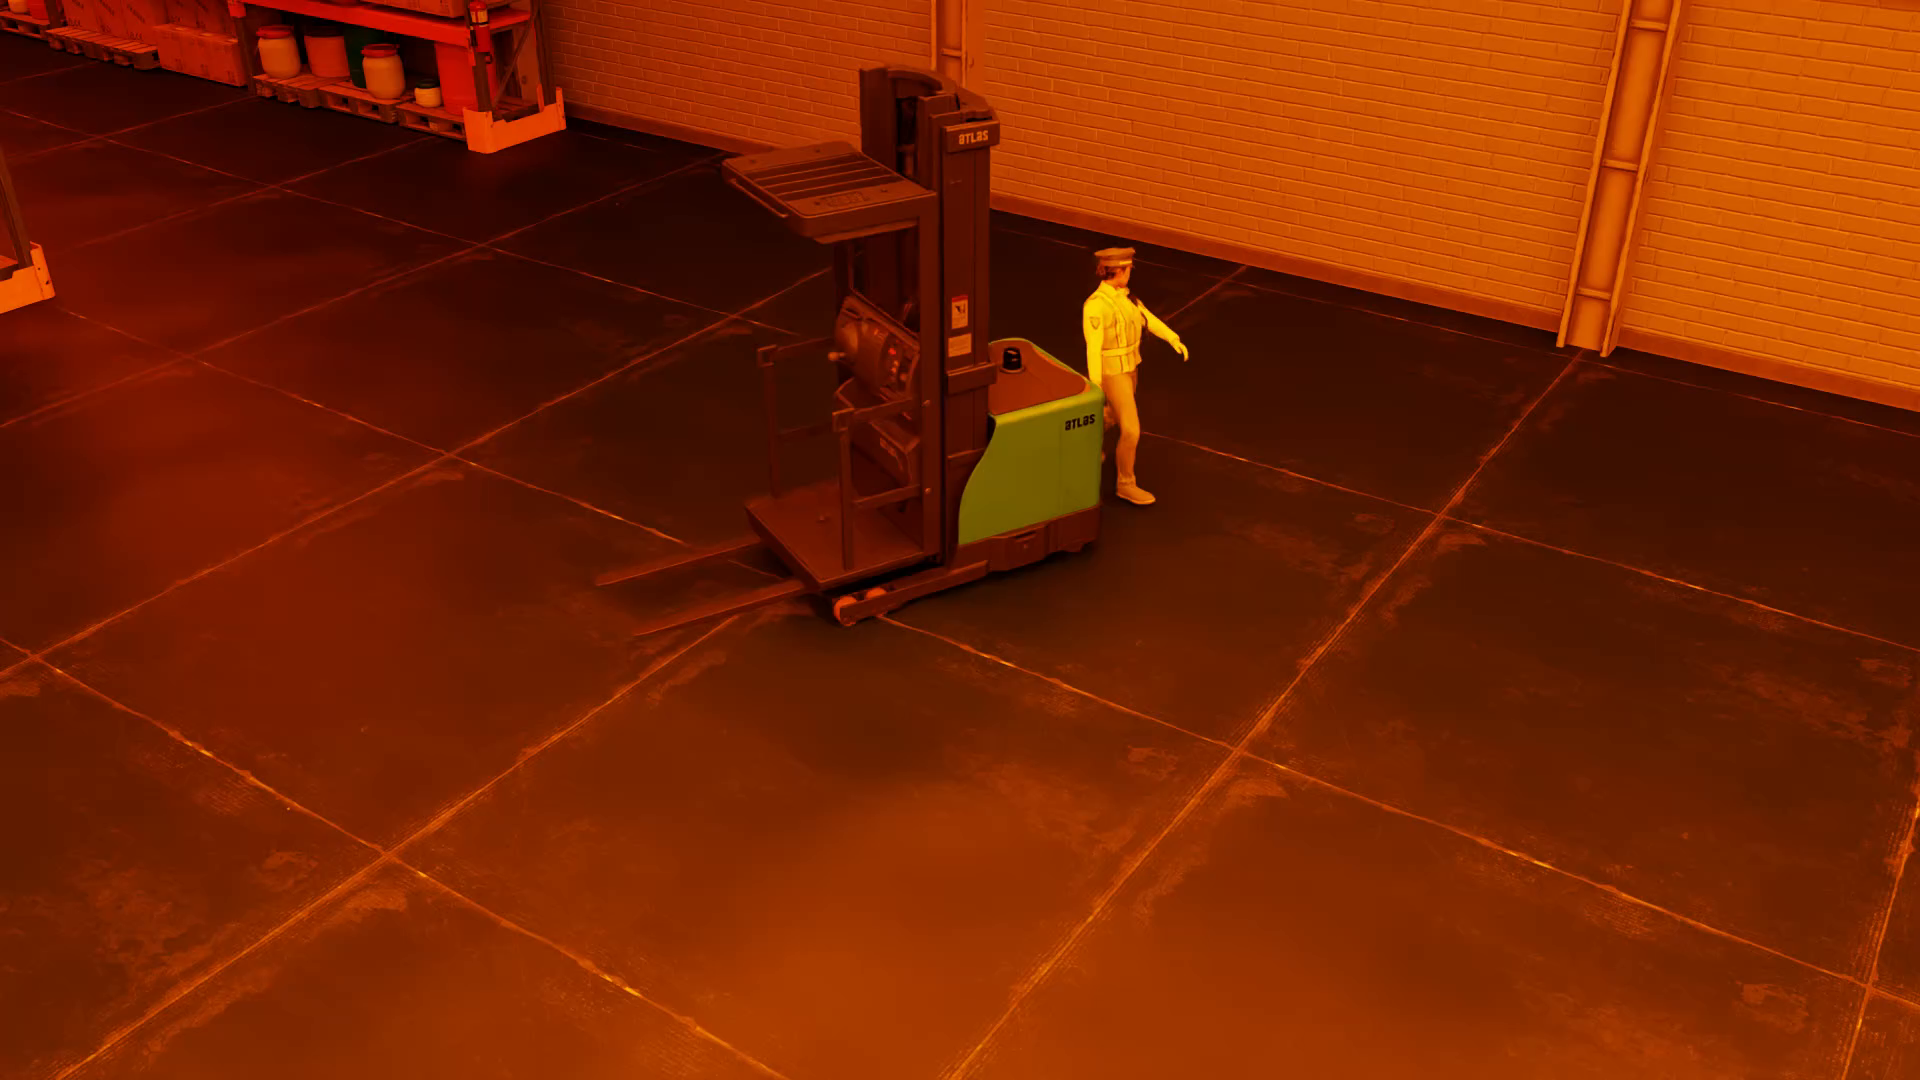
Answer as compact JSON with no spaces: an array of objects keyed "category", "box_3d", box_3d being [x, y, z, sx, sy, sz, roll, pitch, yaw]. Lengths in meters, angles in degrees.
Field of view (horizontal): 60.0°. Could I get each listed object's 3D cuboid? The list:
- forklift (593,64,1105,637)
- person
[{"category":"forklift","box_3d":[-0.654,-1.073,9.429,3.031,2.935,1.130,-16,34,-26]},{"category":"person","box_3d":[1.023,-1.056,10.689,0.859,1.570,0.692,12,32,20]}]
